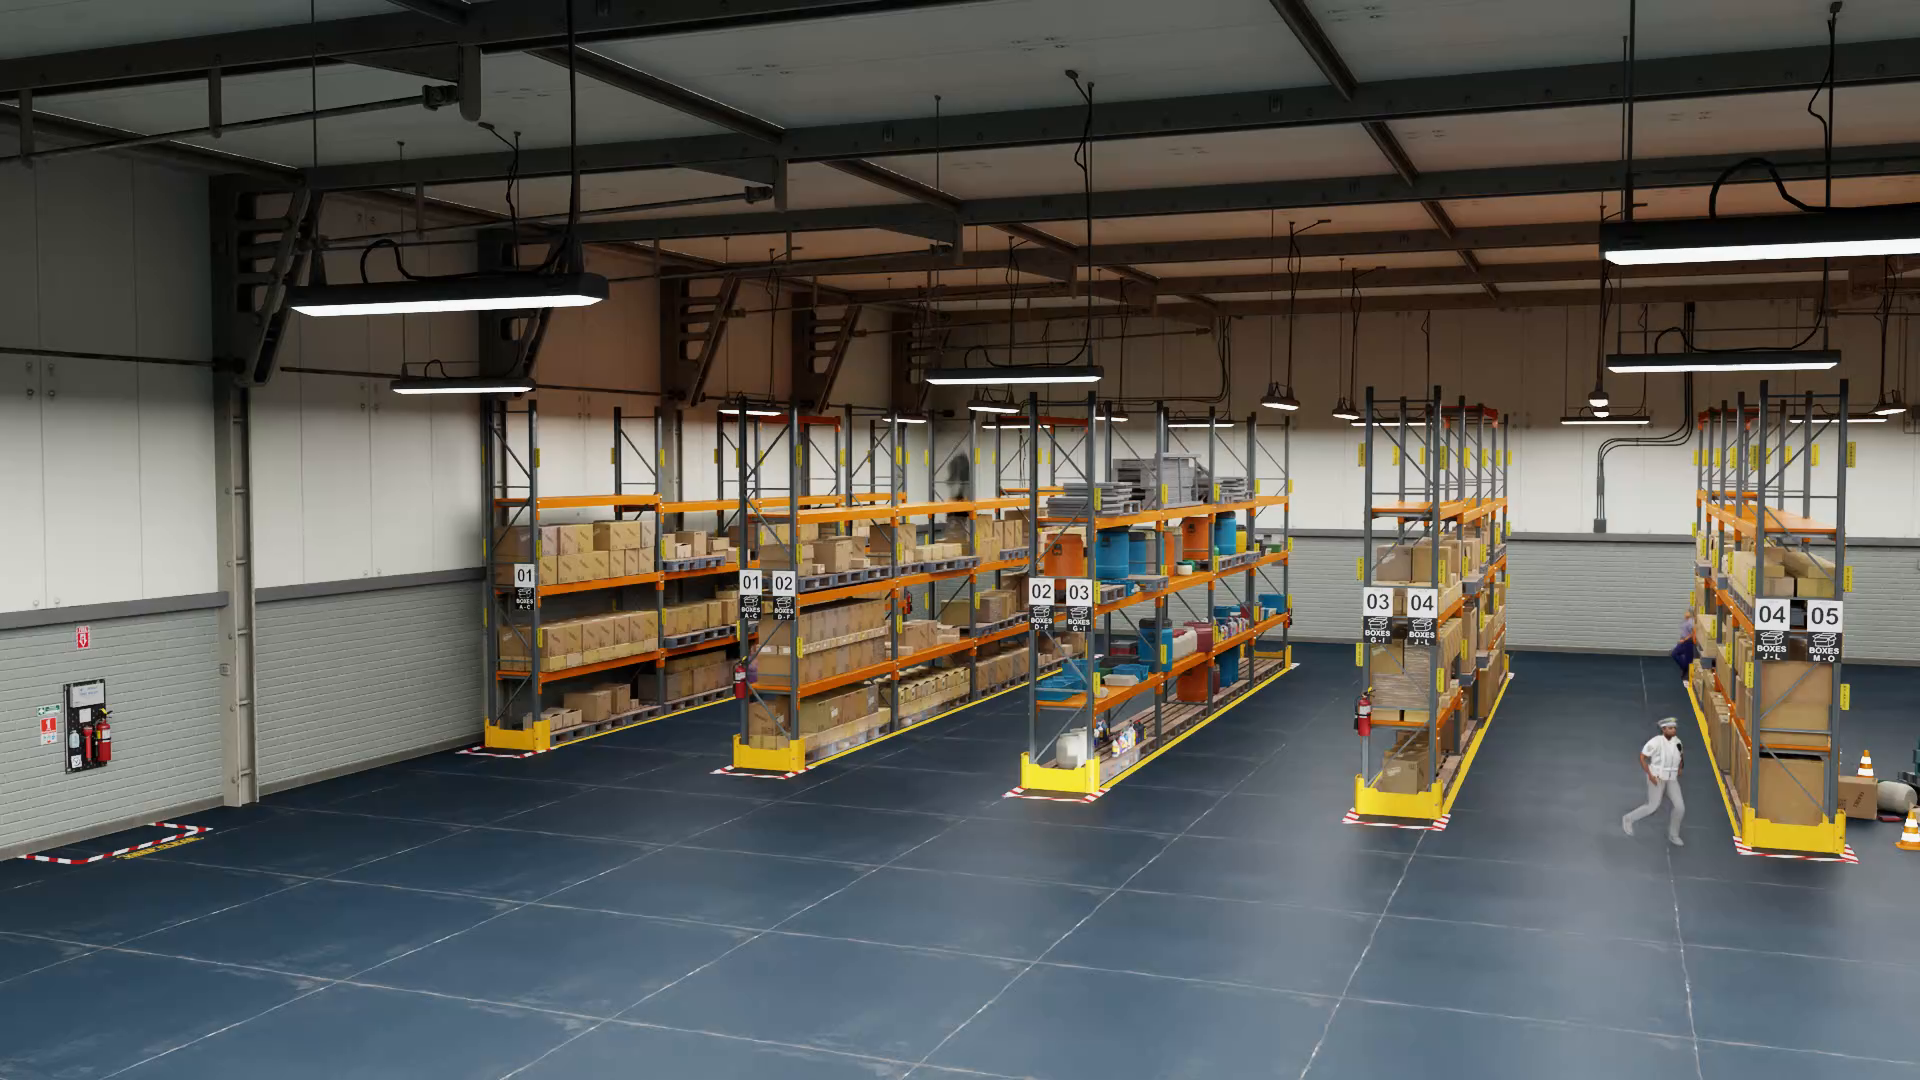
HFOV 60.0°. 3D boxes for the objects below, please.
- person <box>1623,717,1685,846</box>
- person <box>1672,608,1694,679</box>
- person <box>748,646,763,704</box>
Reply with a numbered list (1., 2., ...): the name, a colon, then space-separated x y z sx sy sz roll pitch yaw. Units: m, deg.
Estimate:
1. person: 9.123 3.135 21.684 0.792 1.696 0.605 -1 3 -20
2. person: 16.395 2.345 37.464 0.606 1.620 0.624 1 3 11
3. person: -3.732 2.696 30.108 0.537 1.586 0.874 0 3 5
